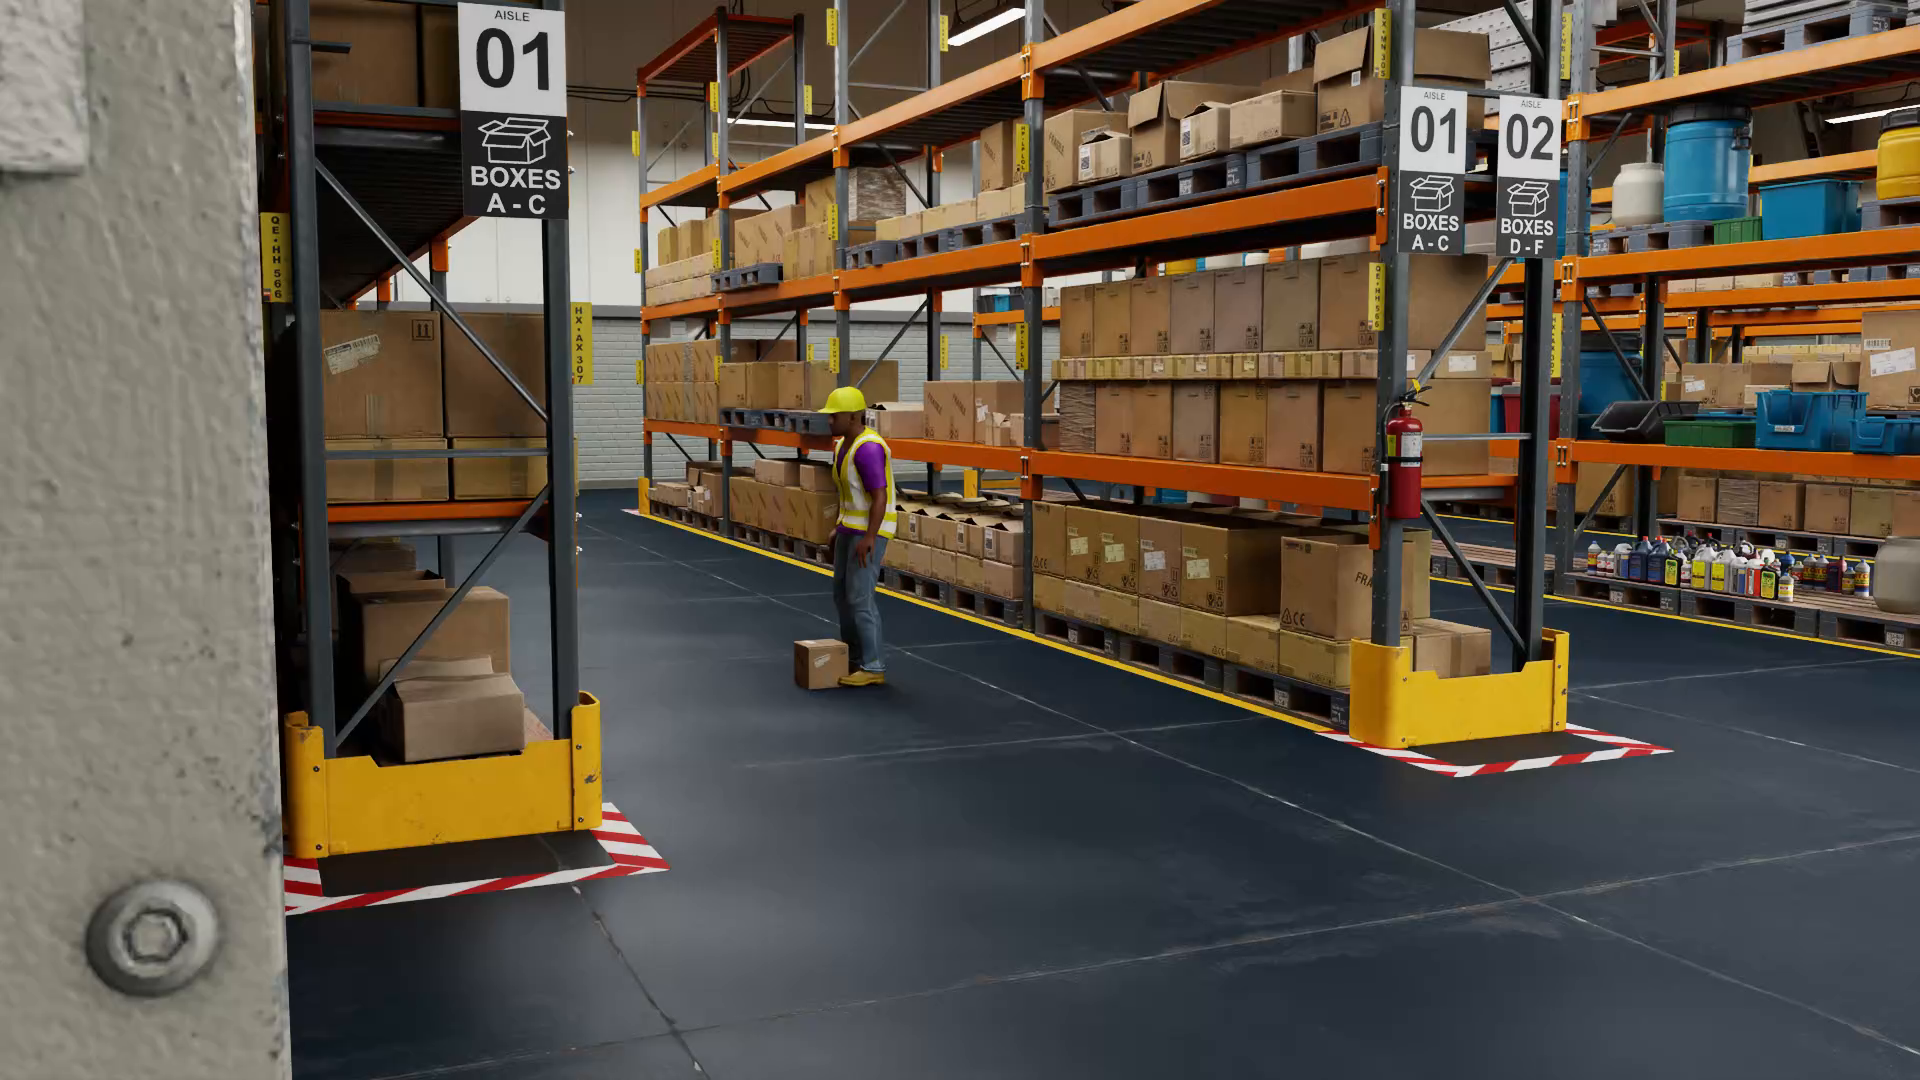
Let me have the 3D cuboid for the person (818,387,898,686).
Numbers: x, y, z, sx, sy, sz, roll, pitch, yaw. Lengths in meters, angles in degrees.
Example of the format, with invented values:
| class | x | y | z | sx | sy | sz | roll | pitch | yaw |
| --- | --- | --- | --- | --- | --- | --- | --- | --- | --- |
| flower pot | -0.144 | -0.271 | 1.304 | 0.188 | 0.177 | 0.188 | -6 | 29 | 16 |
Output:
| class | x | y | z | sx | sy | sz | roll | pitch | yaw |
| --- | --- | --- | --- | --- | --- | --- | --- | --- | --- |
| person | -0.622 | -0.028 | 9.883 | 0.456 | 1.761 | 0.628 | -2 | 6 | -23 |
